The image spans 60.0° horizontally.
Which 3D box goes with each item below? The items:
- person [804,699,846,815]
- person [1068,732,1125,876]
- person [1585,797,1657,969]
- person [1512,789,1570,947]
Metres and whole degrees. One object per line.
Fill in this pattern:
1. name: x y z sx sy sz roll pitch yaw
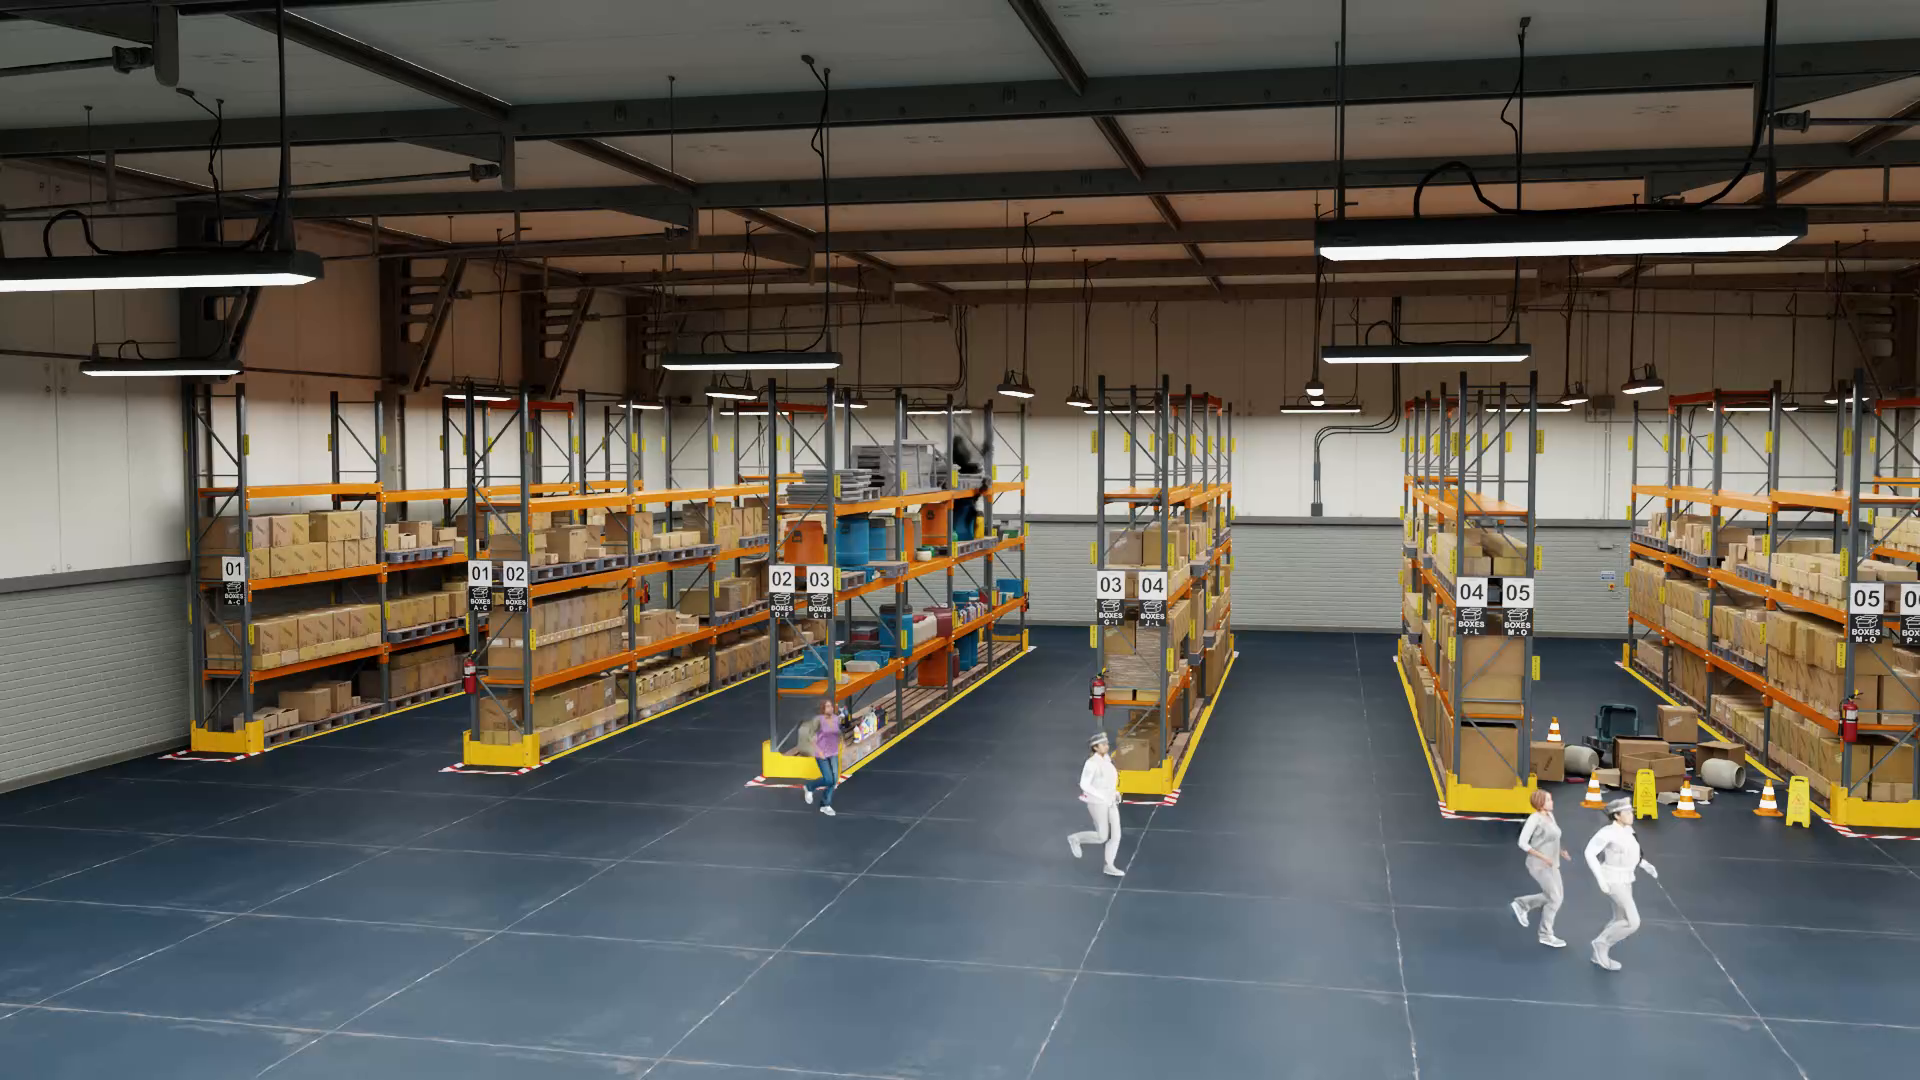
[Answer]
1. person: -1.827 2.937 22.647 0.532 1.572 0.585 -3 4 -40
2. person: 1.632 3.060 19.433 0.742 1.661 0.617 3 4 38
3. person: 6.300 3.261 15.803 0.560 1.661 0.623 3 5 44
4. person: 5.804 3.269 16.700 0.538 1.550 0.608 -3 5 -44
